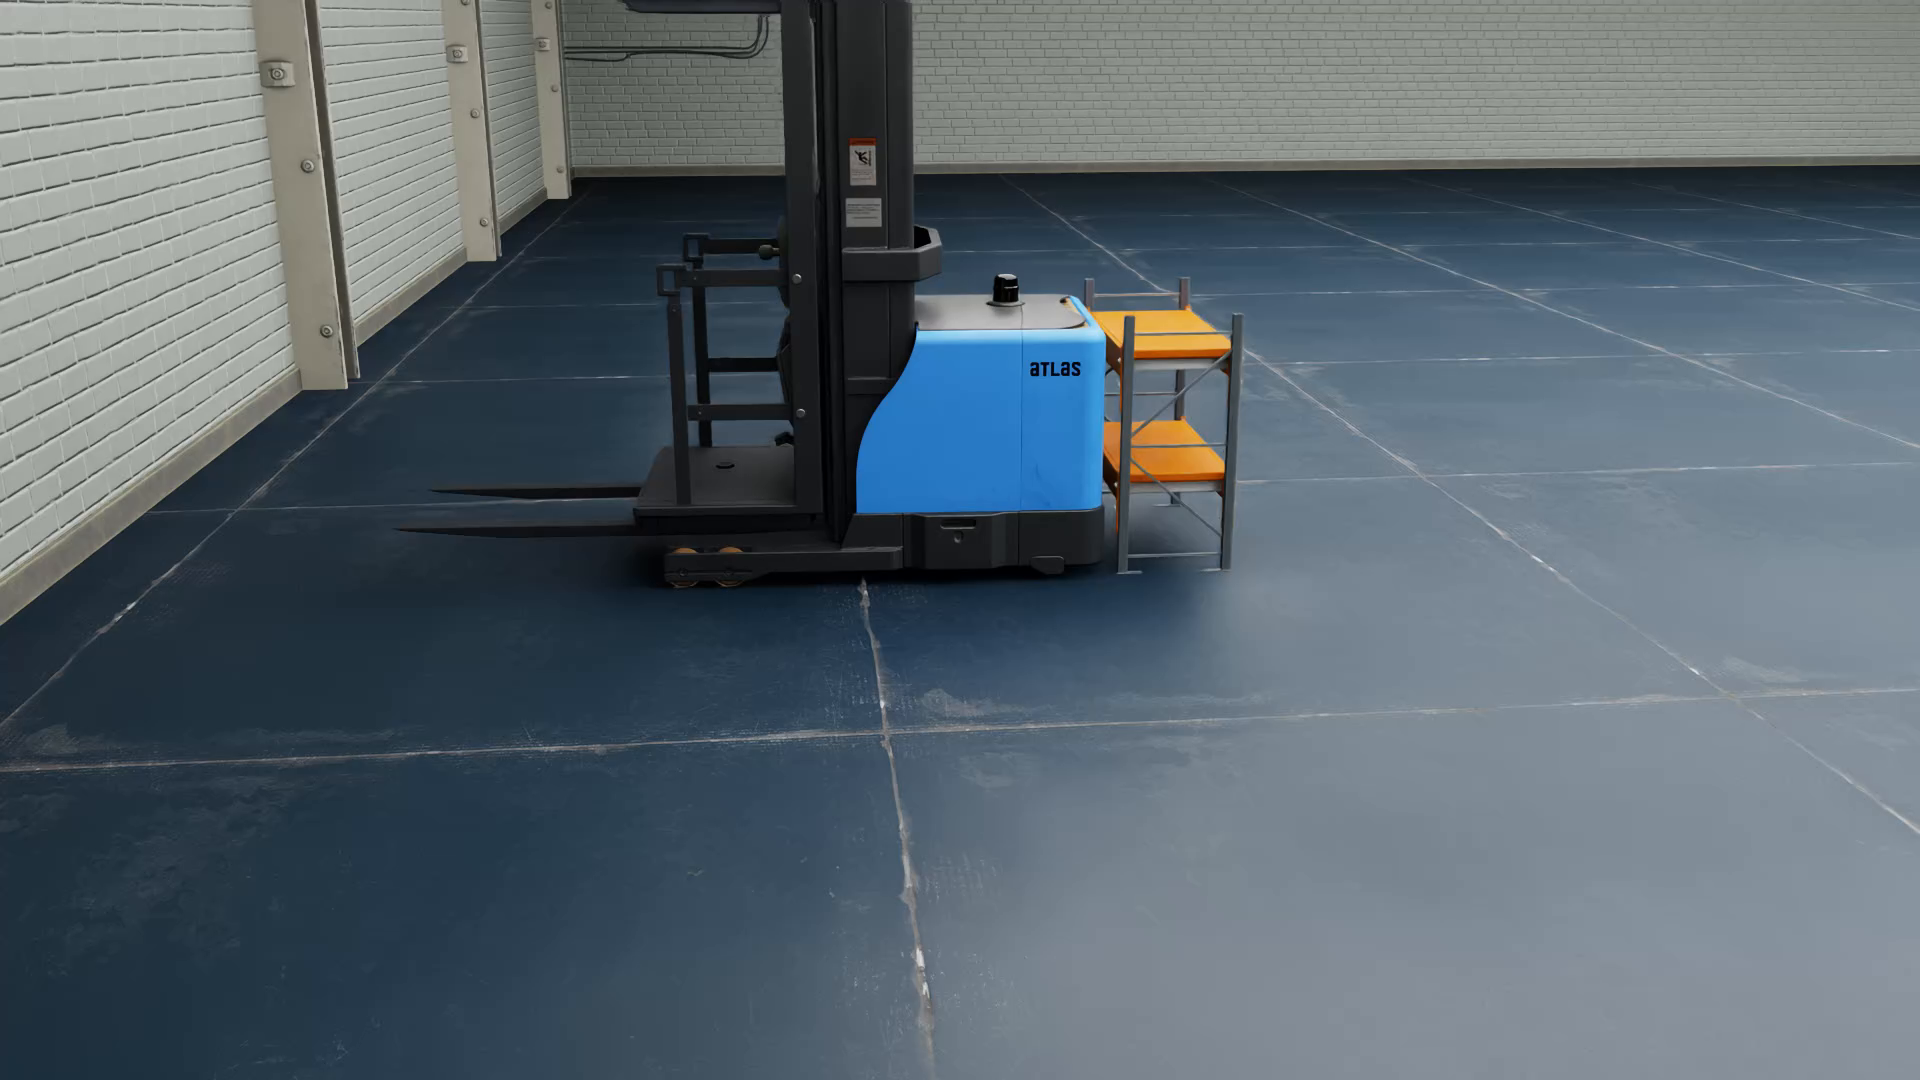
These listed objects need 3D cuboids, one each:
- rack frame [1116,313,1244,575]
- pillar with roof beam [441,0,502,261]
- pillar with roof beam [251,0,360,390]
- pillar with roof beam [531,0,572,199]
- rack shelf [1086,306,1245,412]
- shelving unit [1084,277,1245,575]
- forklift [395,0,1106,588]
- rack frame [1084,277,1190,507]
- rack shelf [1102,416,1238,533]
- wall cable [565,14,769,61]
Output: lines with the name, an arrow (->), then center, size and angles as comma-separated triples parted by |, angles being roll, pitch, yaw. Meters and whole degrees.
rack frame -> 0.929, -0.397, 7.065 | 0.500, 1.125, 0.032 | -2, 17, -5
pillar with roof beam -> -0.499, -7.248, 15.740 | 9.100, 9.000, 0.400 | -2, 18, -6
pillar with roof beam -> 0.120, -5.460, 10.046 | 9.100, 9.000, 0.400 | -2, 18, -6
pillar with roof beam -> -1.118, -9.036, 21.434 | 9.100, 9.000, 0.400 | -2, 18, -6
rack shelf -> 0.883, -0.828, 7.460 | 0.538, 0.278, 1.000 | -2, 17, -5
shelving unit -> 0.883, -0.549, 7.548 | 0.538, 1.125, 1.048 | -2, 17, -5
forklift -> -0.915, -1.358, 7.111 | 3.031, 2.935, 1.130 | -1, 17, -3
rack frame -> 0.838, -0.701, 8.031 | 0.500, 1.125, 0.032 | -2, 17, -5
rack shelf -> 0.883, -0.316, 7.621 | 0.538, 0.278, 1.000 | -2, 17, -5
wall cable -> -4.389, -8.340, 24.401 | 3.097, 2.526, 0.112 | -2, 18, -6
